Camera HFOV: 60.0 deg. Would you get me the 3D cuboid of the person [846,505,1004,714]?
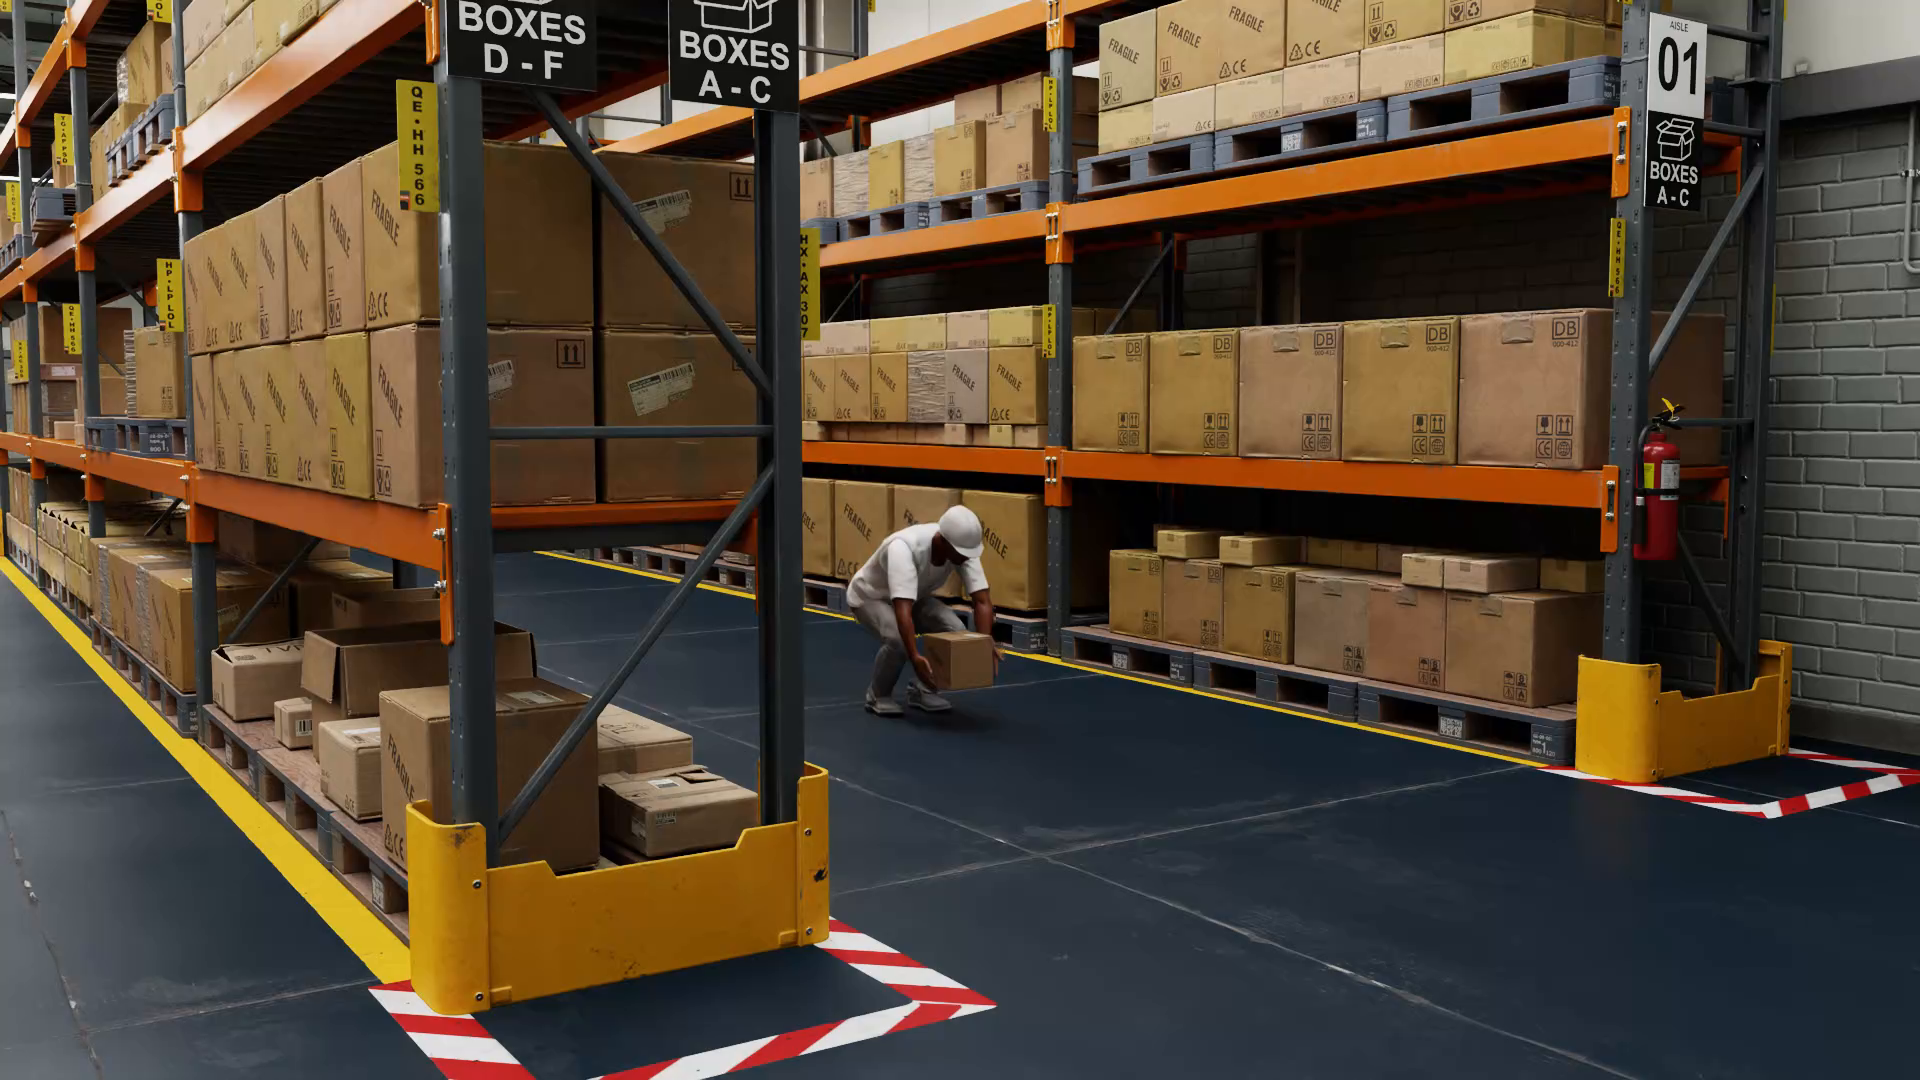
[{"bbox_3d":[-0.188,0.351,8.551,0.599,1.091,0.867,-3,6,-34],"label":"person"}]
